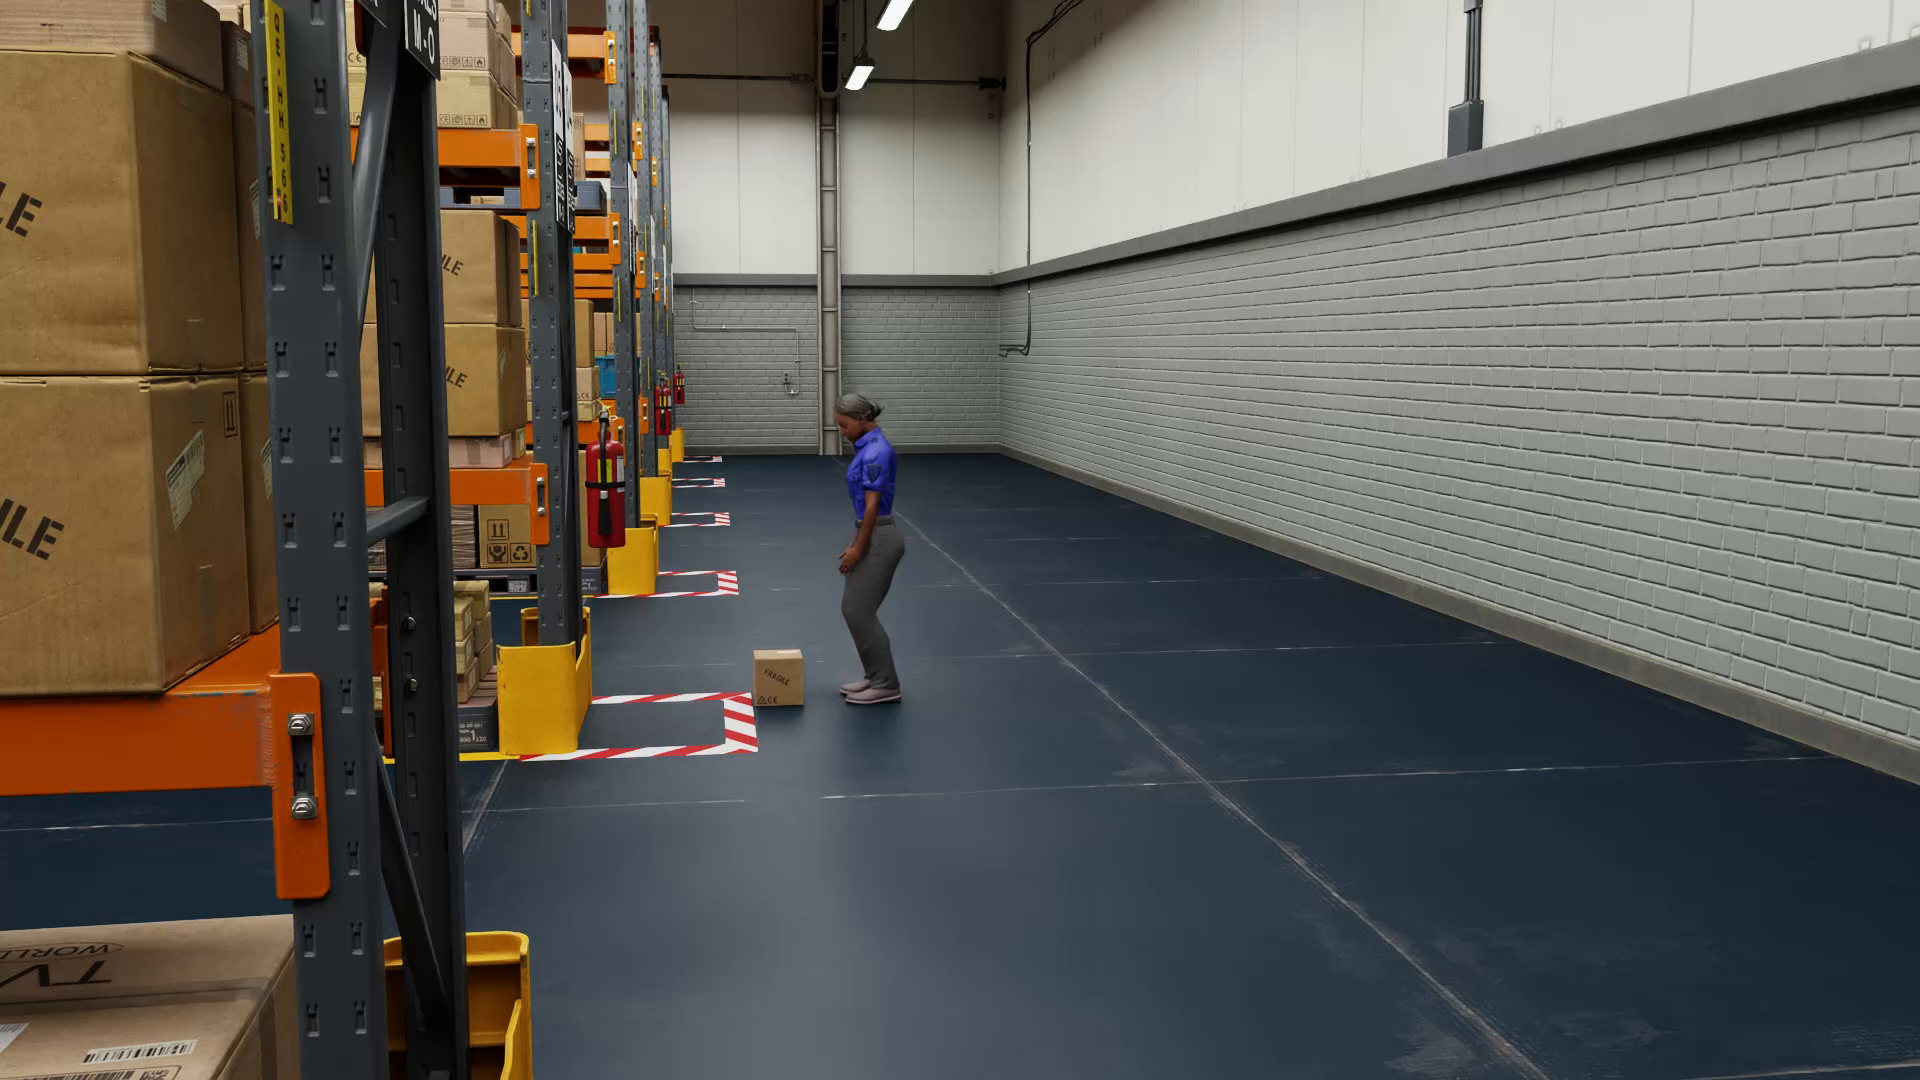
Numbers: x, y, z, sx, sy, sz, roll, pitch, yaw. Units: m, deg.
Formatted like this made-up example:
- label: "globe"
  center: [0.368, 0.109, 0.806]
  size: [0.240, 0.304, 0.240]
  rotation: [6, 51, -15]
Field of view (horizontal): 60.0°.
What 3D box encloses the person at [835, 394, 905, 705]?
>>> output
- label: "person"
  center: [-0.469, 0.046, 8.697]
  size: [0.361, 1.617, 0.453]
  rotation: [-1, 7, -7]
